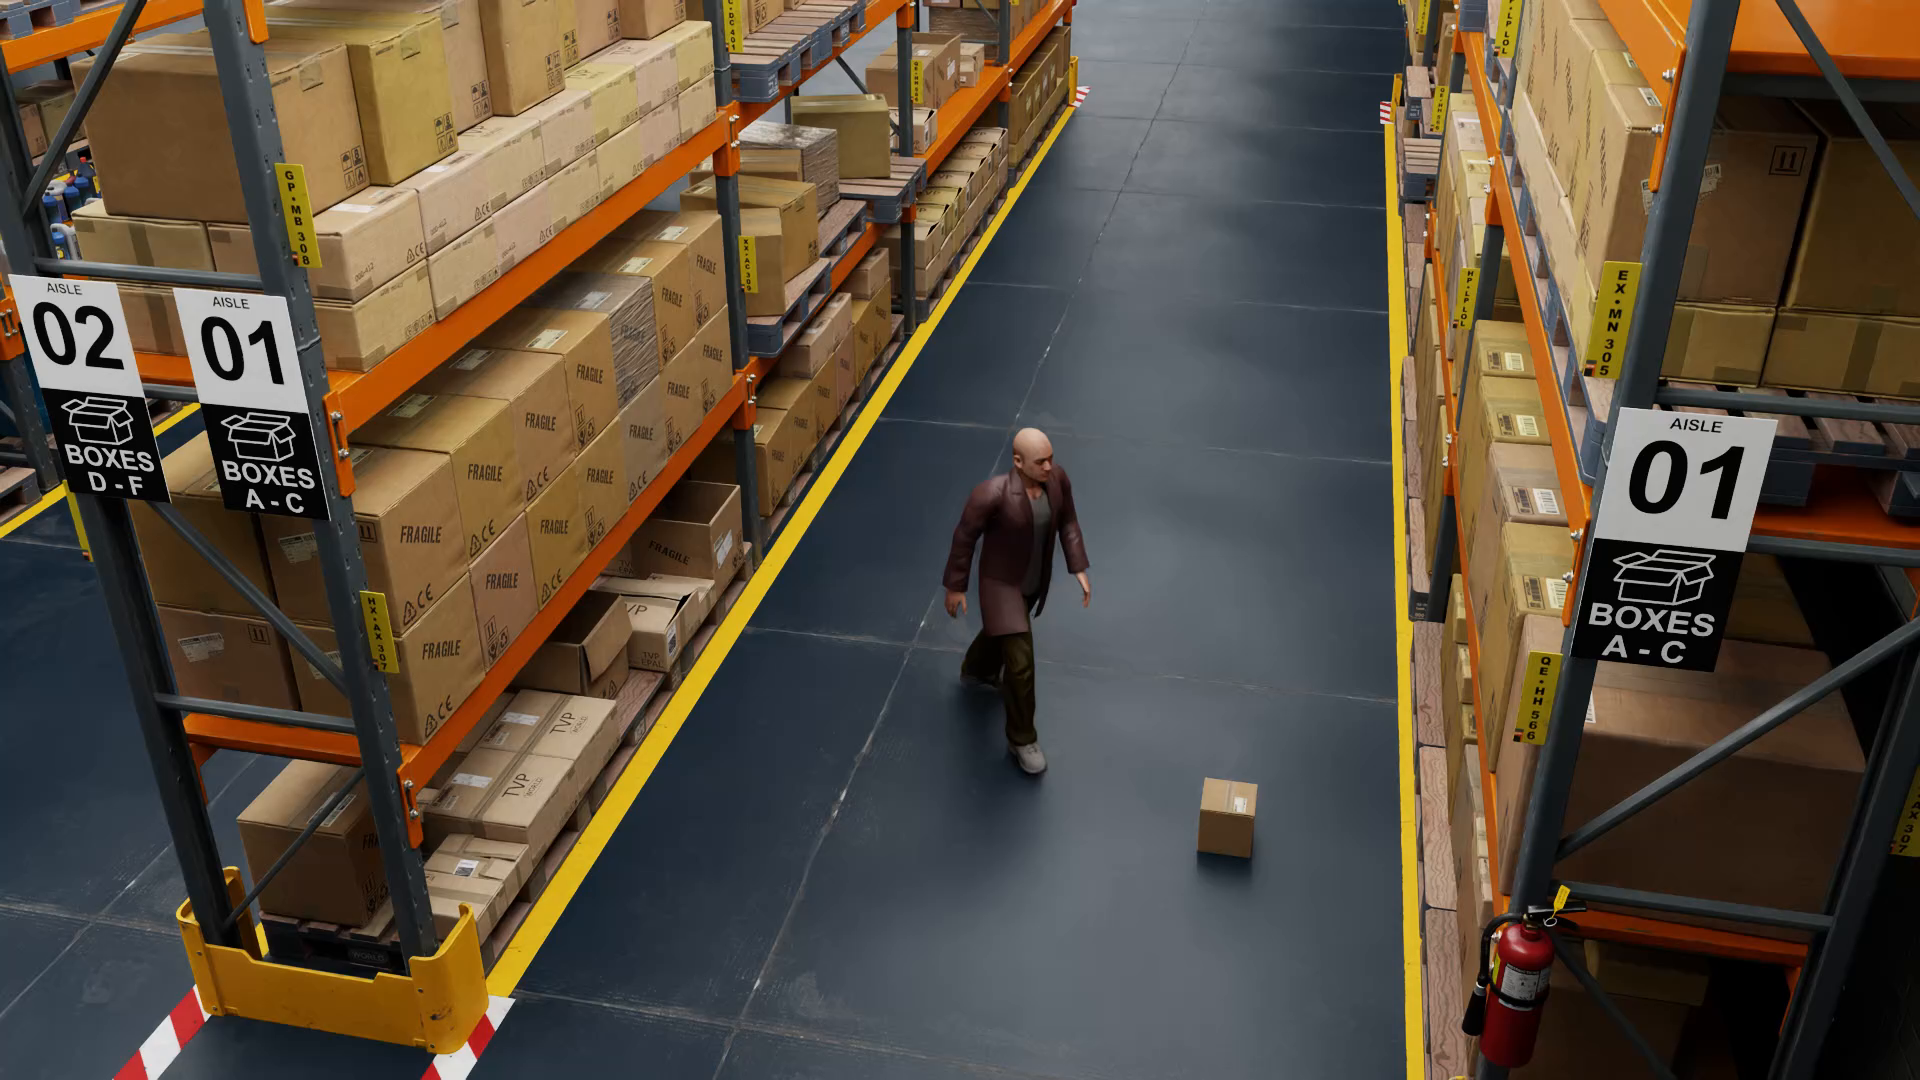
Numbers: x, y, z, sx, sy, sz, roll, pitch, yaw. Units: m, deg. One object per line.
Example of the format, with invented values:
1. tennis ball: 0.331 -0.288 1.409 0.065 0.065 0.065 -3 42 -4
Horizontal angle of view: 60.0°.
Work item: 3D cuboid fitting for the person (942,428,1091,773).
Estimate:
1. person: 0.277 0.201 8.292 0.695 1.711 0.960 -23 36 -36
